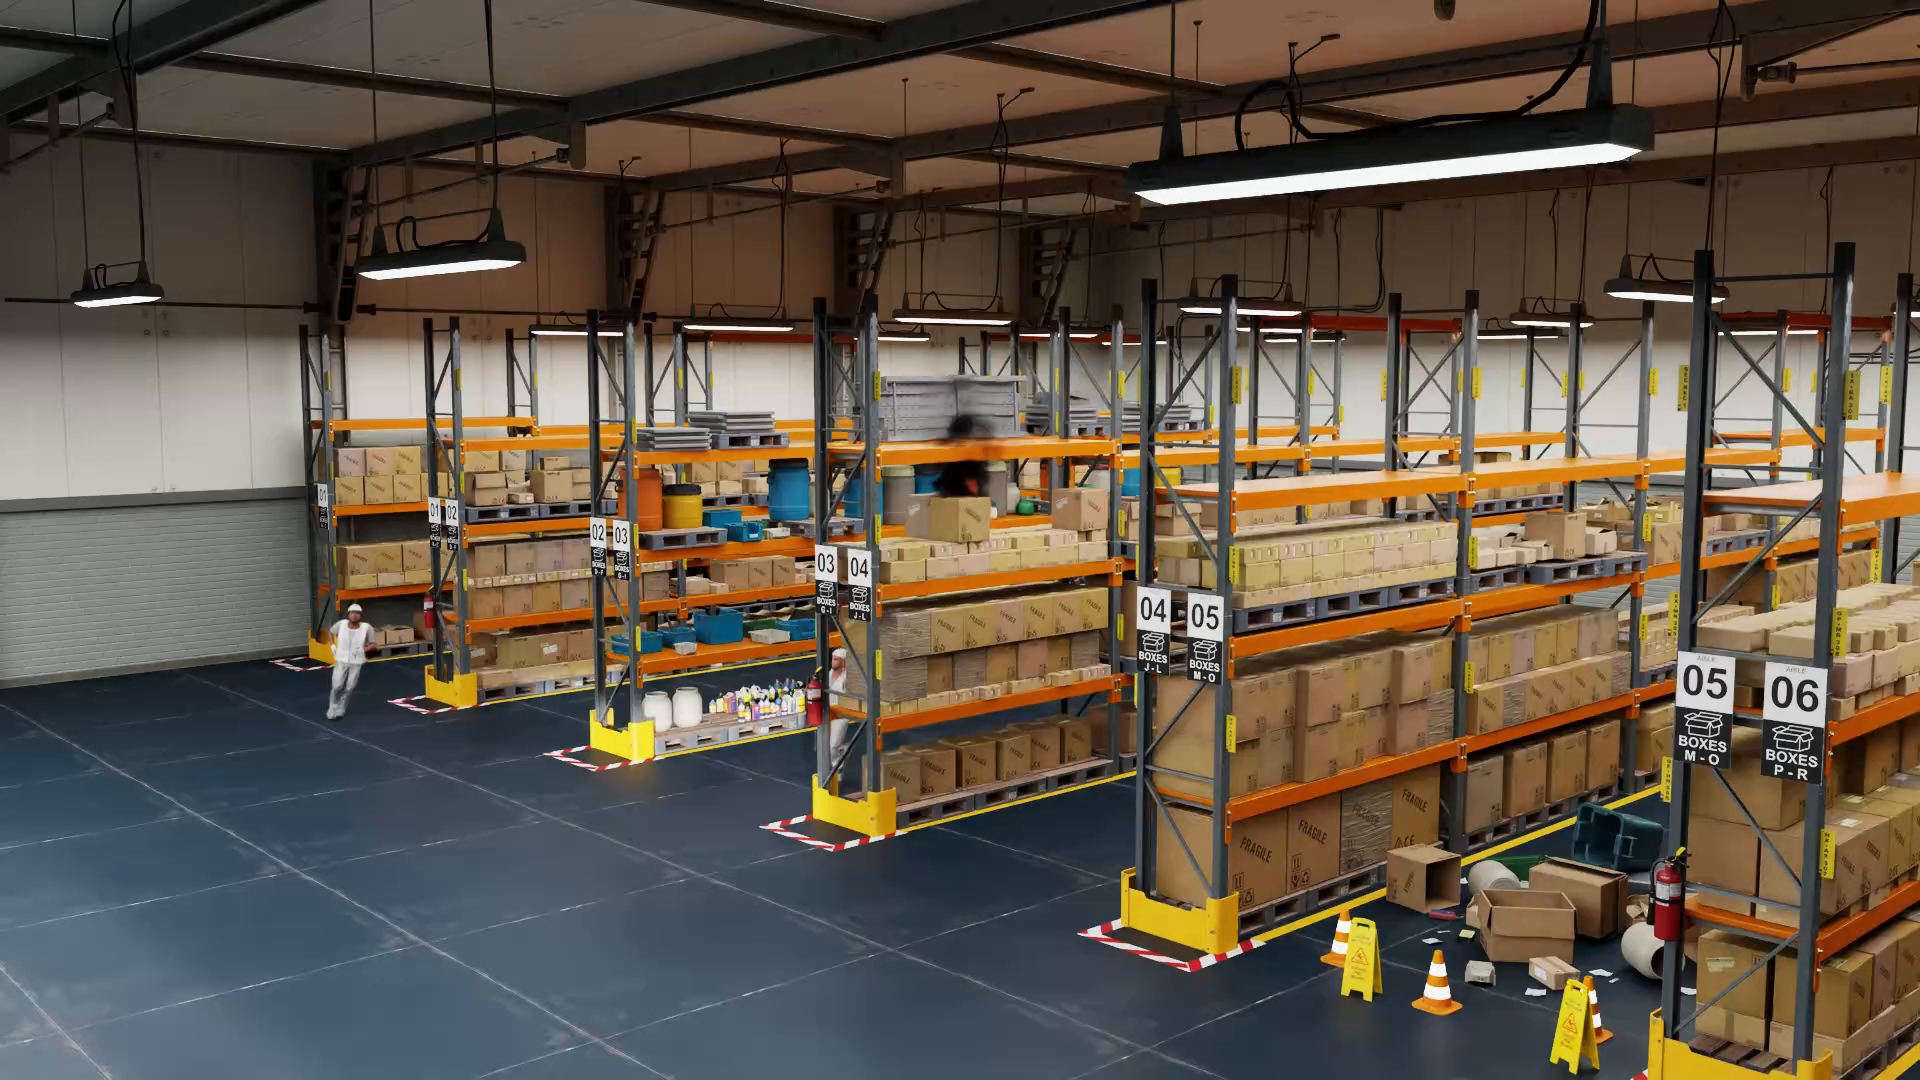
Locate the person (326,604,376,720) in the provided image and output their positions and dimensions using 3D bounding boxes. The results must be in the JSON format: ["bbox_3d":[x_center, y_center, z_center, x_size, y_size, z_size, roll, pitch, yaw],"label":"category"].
[{"bbox_3d":[-9.053,1.806,24.688,0.726,1.719,0.626,-2,6,-18],"label":"person"}]

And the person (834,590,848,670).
[{"bbox_3d":[-1.965,1.445,28.214,0.680,1.777,0.745,4,7,35],"label":"person"}]

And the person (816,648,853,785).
[{"bbox_3d":[-1.498,2.208,20.782,0.663,1.728,0.585,5,8,40],"label":"person"}]
